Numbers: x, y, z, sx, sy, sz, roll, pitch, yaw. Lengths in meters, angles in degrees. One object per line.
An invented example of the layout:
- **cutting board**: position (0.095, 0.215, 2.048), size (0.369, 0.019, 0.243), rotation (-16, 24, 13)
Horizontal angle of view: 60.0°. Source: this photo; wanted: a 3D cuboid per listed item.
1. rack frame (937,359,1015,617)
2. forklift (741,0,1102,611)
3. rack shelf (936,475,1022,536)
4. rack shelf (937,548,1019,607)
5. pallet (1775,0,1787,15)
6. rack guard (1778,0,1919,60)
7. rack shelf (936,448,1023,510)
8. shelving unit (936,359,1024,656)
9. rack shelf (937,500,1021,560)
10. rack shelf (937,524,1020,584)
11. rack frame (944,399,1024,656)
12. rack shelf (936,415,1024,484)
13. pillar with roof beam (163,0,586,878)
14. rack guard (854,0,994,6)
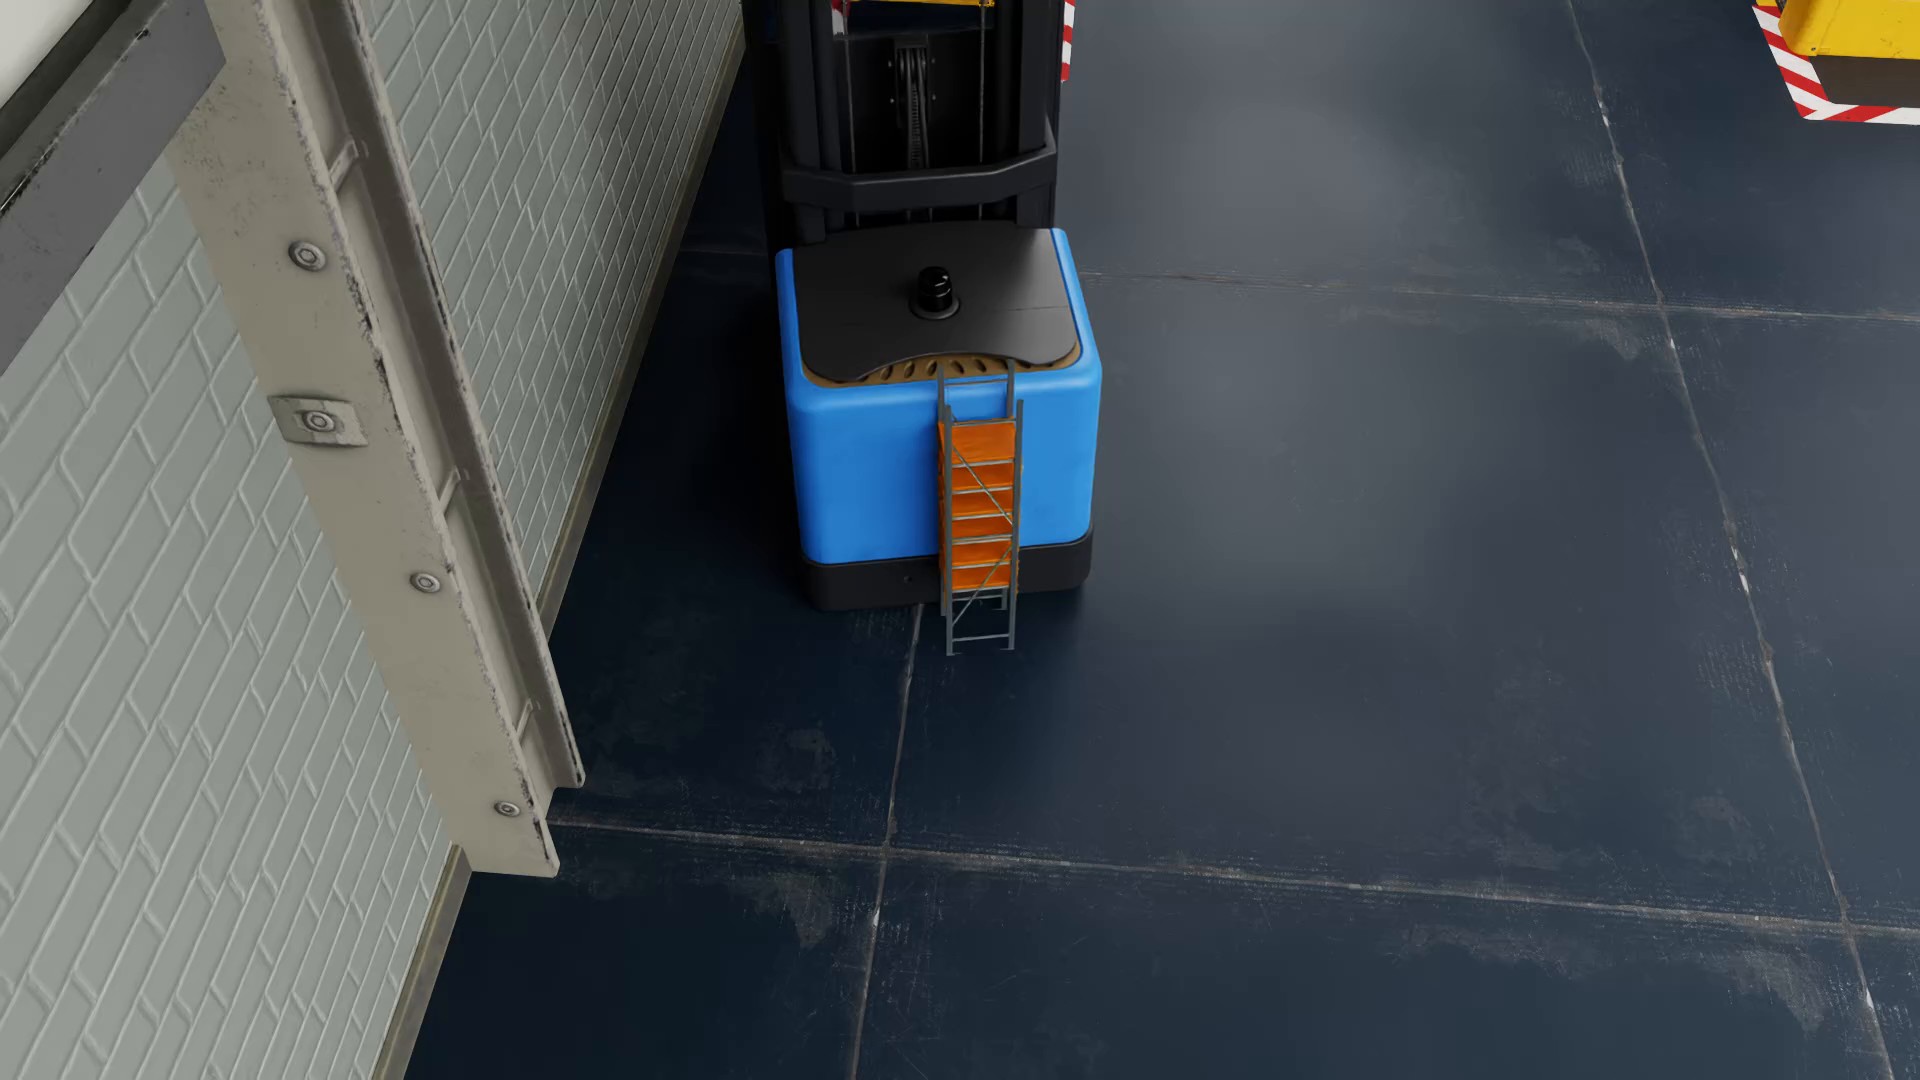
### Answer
- **rack frame**: position (0.050, -0.142, 5.566), size (0.240, 1.200, 0.006), rotation (-5, 48, -5)
- **forklift**: position (-0.220, -1.834, 5.941), size (1.130, 2.935, 3.031), rotation (-5, 48, -5)
- **rack shelf**: position (0.061, -0.126, 5.449), size (0.258, 0.103, 0.180), rotation (-5, 48, -5)
- **rack shelf**: position (0.061, 0.117, 5.715), size (0.258, 0.103, 0.180), rotation (-5, 48, -5)
- **pallet**: position (4.889, -3.229, 9.060), size (1.003, 0.211, 1.213), rotation (4, 48, 4)
- **rack guard**: position (4.859, -2.744, 8.421), size (1.175, 0.500, 0.348), rotation (4, 48, 4)
- **rack shelf**: position (0.061, -0.207, 5.361), size (0.258, 0.103, 0.180), rotation (-5, 48, -5)
- **shelving unit**: position (0.061, -0.075, 5.505), size (0.258, 1.200, 0.189), rotation (-5, 48, -5)
- **rack shelf**: position (0.061, -0.045, 5.538), size (0.258, 0.103, 0.180), rotation (-5, 48, -5)
- **rack shelf**: position (0.061, 0.036, 5.626), size (0.258, 0.103, 0.180), rotation (-5, 48, -5)
- **rack frame**: position (0.072, -0.008, 5.444), size (0.240, 1.200, 0.006), rotation (-5, 48, -5)
- **rack shelf**: position (0.061, -0.288, 5.272), size (0.258, 0.103, 0.180), rotation (-5, 48, -5)
- **pillar with roof beam**: position (2.870, -1.834, 1.829), size (9.100, 9.000, 0.400), rotation (4, 48, 4)
- **rack guard**: position (-0.066, -3.148, 8.790), size (1.175, 0.500, 0.348), rotation (4, 48, 4)
